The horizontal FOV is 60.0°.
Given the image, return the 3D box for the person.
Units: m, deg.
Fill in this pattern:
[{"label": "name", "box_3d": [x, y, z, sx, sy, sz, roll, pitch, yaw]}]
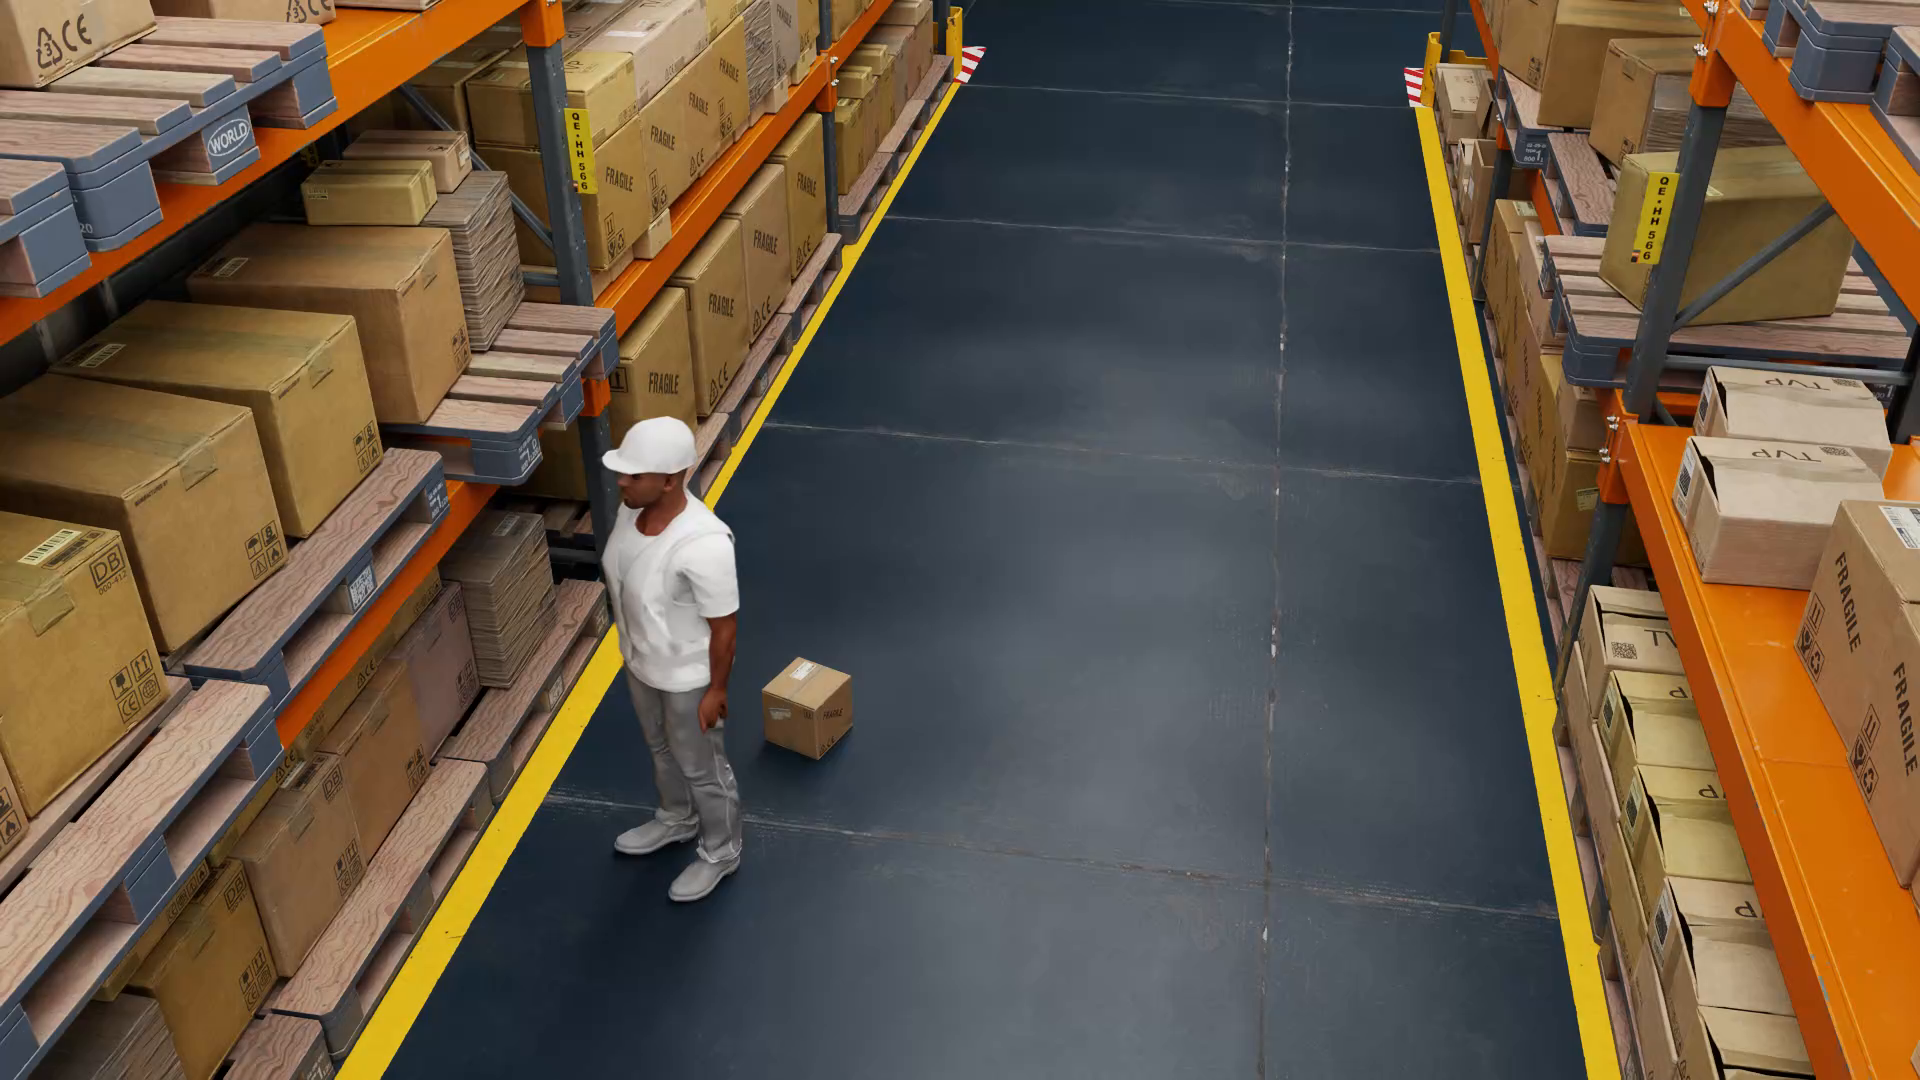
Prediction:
[{"label": "person", "box_3d": [-0.954, 0.403, 5.472, 0.381, 1.771, 0.552, -25, 40, -33]}]
